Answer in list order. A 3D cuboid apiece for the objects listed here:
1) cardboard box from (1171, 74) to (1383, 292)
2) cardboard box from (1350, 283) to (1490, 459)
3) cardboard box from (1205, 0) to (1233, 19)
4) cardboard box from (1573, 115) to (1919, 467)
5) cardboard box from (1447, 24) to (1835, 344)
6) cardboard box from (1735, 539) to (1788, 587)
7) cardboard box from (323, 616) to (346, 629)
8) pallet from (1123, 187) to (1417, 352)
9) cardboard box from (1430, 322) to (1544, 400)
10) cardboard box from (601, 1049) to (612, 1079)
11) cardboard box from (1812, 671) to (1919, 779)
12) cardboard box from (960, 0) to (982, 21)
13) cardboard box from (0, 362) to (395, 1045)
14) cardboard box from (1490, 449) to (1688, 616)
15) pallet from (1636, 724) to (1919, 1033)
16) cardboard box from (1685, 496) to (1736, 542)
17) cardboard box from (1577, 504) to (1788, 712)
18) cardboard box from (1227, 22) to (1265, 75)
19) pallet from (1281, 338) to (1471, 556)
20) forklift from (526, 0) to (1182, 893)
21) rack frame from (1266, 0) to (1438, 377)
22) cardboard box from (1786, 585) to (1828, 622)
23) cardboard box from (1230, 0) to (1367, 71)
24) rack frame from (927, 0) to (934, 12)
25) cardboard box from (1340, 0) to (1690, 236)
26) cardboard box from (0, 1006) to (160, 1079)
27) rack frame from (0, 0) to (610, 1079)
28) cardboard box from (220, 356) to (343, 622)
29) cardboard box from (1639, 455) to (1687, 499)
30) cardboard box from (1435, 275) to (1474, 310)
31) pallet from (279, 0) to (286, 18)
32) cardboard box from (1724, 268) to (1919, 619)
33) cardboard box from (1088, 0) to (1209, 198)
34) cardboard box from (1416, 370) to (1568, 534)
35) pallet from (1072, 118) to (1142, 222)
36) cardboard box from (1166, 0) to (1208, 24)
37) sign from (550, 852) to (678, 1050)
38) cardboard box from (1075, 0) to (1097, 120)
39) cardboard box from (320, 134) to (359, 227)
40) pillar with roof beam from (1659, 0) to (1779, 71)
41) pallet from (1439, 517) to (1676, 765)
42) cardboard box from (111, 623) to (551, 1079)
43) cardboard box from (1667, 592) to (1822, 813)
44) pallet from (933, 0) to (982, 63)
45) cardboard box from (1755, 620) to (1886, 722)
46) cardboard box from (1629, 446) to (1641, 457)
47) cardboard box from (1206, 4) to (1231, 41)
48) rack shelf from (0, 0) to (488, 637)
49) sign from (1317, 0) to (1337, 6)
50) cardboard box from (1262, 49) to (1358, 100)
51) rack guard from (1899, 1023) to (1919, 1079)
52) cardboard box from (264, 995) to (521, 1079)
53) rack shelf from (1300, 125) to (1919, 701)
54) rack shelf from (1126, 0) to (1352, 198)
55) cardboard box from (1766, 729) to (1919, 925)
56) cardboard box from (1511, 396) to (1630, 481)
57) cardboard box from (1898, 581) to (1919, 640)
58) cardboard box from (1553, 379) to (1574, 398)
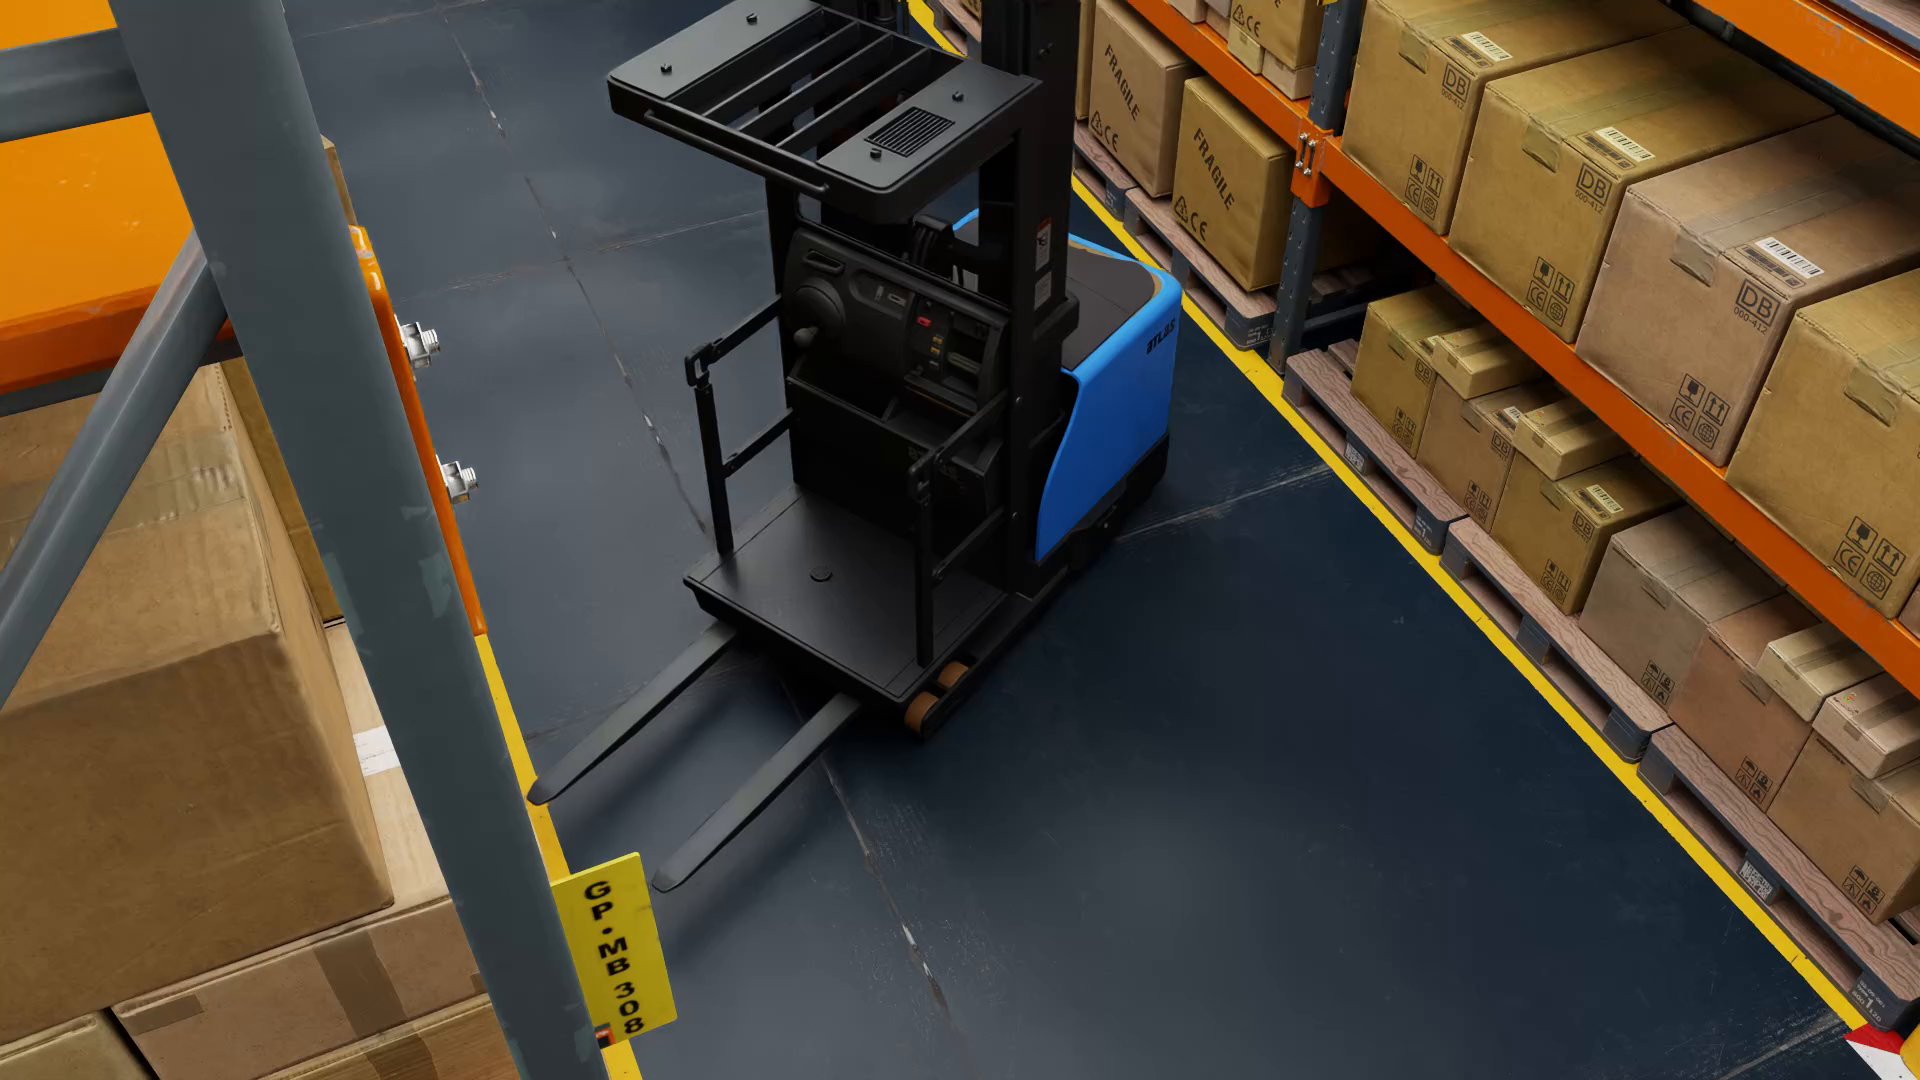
[{"bbox_3d":[1.559,-1.790,8.029,0.750,0.750,0.750,-18,47,-17],"label":"cardboard box"},{"bbox_3d":[2.171,-0.783,7.257,0.700,0.500,0.500,-17,47,-17],"label":"cardboard box"},{"bbox_3d":[1.304,-2.720,7.443,0.500,0.500,0.500,-18,47,-17],"label":"cardboard box"},{"bbox_3d":[2.780,-0.859,5.640,0.980,0.700,0.700,-20,48,-19],"label":"cardboard box"},{"bbox_3d":[2.465,-1.319,6.107,0.980,0.700,0.700,-19,48,-18],"label":"cardboard box"},{"bbox_3d":[3.055,-0.011,6.014,0.380,0.149,0.250,-17,47,-17],"label":"cardboard box"},{"bbox_3d":[-1.045,0.067,2.530,0.500,0.250,0.500,-18,47,-17],"label":"cardboard box"},{"bbox_3d":[1.557,-1.507,8.496,1.003,0.211,1.213,-18,47,-17],"label":"pallet"},{"bbox_3d":[2.150,-0.741,6.754,0.380,0.149,0.250,-17,47,-16],"label":"cardboard box"},{"bbox_3d":[-0.808,1.232,2.951,0.500,0.500,0.500,-17,47,-16],"label":"cardboard box"},{"bbox_3d":[3.028,0.584,5.410,0.380,0.149,0.250,-19,48,-18],"label":"cardboard box"},{"bbox_3d":[0.458,-3.456,9.717,0.750,0.750,0.750,-19,48,-18],"label":"cardboard box"},{"bbox_3d":[-1.092,0.203,1.859,0.700,0.500,0.500,-18,47,-17],"label":"cardboard box"},{"bbox_3d":[2.594,-0.134,6.600,0.700,0.500,0.500,-17,47,-16],"label":"cardboard box"},{"bbox_3d":[3.225,1.025,5.929,1.003,0.211,1.213,-18,47,-17],"label":"pallet"},{"bbox_3d":[2.946,-0.175,6.179,0.380,0.149,0.250,-18,47,-17],"label":"cardboard box"},{"bbox_3d":[2.824,0.204,6.257,0.700,0.500,0.500,-19,48,-19],"label":"cardboard box"},{"bbox_3d":[1.423,-2.233,7.411,0.380,0.149,0.250,-17,47,-17],"label":"cardboard box"},{"bbox_3d":[2.199,-0.530,7.505,1.003,0.211,1.213,-18,47,-17],"label":"pallet"},{"bbox_3d":[-0.370,-0.690,5.732,1.130,2.935,3.031,27,51,25],"label":"forklift"},{"bbox_3d":[1.950,-2.030,7.040,1.000,3.000,0.127,-18,47,-17],"label":"rack frame"},{"bbox_3d":[3.162,0.150,5.850,0.380,0.149,0.250,-18,47,-17],"label":"cardboard box"},{"bbox_3d":[1.527,-2.398,7.116,0.500,0.500,0.500,-19,48,-18],"label":"cardboard box"},{"bbox_3d":[0.268,-4.579,9.624,1.000,3.000,0.127,-18,47,-17],"label":"rack frame"},{"bbox_3d":[2.163,-1.786,6.580,0.980,0.700,0.700,-17,47,-17],"label":"cardboard box"},{"bbox_3d":[-1.308,0.540,2.051,0.500,0.250,0.500,-18,47,-17],"label":"cardboard box"},{"bbox_3d":[-0.858,-0.152,0.866,0.949,2.616,0.053,-18,47,-17],"label":"rack frame"},{"bbox_3d":[-1.225,-0.141,2.207,0.700,0.500,0.500,-18,47,-17],"label":"cardboard box"},{"bbox_3d":[2.840,-0.336,6.343,0.380,0.149,0.250,-19,48,-18],"label":"cardboard box"},{"bbox_3d":[2.291,-1.165,7.182,0.380,0.149,0.250,-18,47,-18],"label":"cardboard box"},{"bbox_3d":[-3.876,-2.634,7.789,1.213,0.211,1.003,-18,47,-17],"label":"pallet"},{"bbox_3d":[3.092,-0.370,5.145,0.980,0.700,0.700,-18,48,-18],"label":"cardboard box"},{"bbox_3d":[1.182,-2.355,8.602,0.750,0.750,0.750,-17,47,-16],"label":"cardboard box"},{"bbox_3d":[2.380,-0.462,6.932,0.700,0.500,0.500,-18,48,-18],"label":"cardboard box"},{"bbox_3d":[1.040,-2.285,9.285,1.003,0.211,1.213,-18,47,-17],"label":"pallet"},{"bbox_3d":[1.191,-2.563,7.745,0.380,0.149,0.250,-18,47,-17],"label":"cardboard box"},{"bbox_3d":[-0.369,0.445,1.774,0.100,0.325,0.005,-18,47,-17],"label":"sign"},{"bbox_3d":[0.821,-2.896,9.149,0.750,0.750,0.750,-18,47,-18],"label":"cardboard box"},{"bbox_3d":[-2.539,-1.118,5.746,0.700,0.500,0.500,-34,54,-30],"label":"cardboard box"},{"bbox_3d":[-0.877,-2.703,3.452,9.100,9.000,0.400,-18,47,-17],"label":"pillar with roof beam"},{"bbox_3d":[2.716,0.249,6.716,1.003,0.211,1.213,-18,47,-17],"label":"pallet"},{"bbox_3d":[-0.841,0.388,2.205,0.500,0.250,0.500,-18,47,-17],"label":"cardboard box"},{"bbox_3d":[3.036,0.524,5.933,0.700,0.500,0.500,-18,47,-18],"label":"cardboard box"},{"bbox_3d":[0.531,-3.062,10.071,1.003,0.211,1.213,-18,47,-17],"label":"pallet"},{"bbox_3d":[2.919,0.421,5.575,0.380,0.149,0.250,-17,47,-16],"label":"cardboard box"},{"bbox_3d":[2.731,-0.500,6.509,0.380,0.149,0.250,-18,47,-17],"label":"cardboard box"},{"bbox_3d":[1.356,-2.412,7.592,0.380,0.149,0.250,-17,47,-16],"label":"cardboard box"},{"bbox_3d":[-1.702,-1.168,2.410,1.077,0.370,4.000,-18,47,-17],"label":"rack shelf"},{"bbox_3d":[1.462,-2.247,6.493,0.100,0.325,0.005,-18,47,-17],"label":"sign"},{"bbox_3d":[1.551,-2.079,7.255,0.380,0.149,0.250,-18,47,-17],"label":"cardboard box"},{"bbox_3d":[3.642,1.424,5.319,1.175,0.500,0.348,-18,47,-17],"label":"rack guard"},{"bbox_3d":[-0.846,0.568,2.379,0.500,0.250,0.500,-18,47,-17],"label":"cardboard box"},{"bbox_3d":[2.791,-0.499,6.001,1.077,0.370,4.000,-18,47,-17],"label":"rack shelf"},{"bbox_3d":[1.109,-3.048,8.585,1.077,0.370,4.000,-18,47,-17],"label":"rack shelf"},{"bbox_3d":[3.247,0.843,5.610,0.700,0.500,0.500,-18,47,-17],"label":"cardboard box"},{"bbox_3d":[2.370,-0.409,6.416,0.380,0.149,0.250,-19,48,-19],"label":"cardboard box"},{"bbox_3d":[3.408,0.090,4.678,0.980,0.700,0.700,-16,47,-16],"label":"cardboard box"},{"bbox_3d":[2.625,-0.662,6.673,0.380,0.149,0.250,-19,48,-19],"label":"cardboard box"}]
